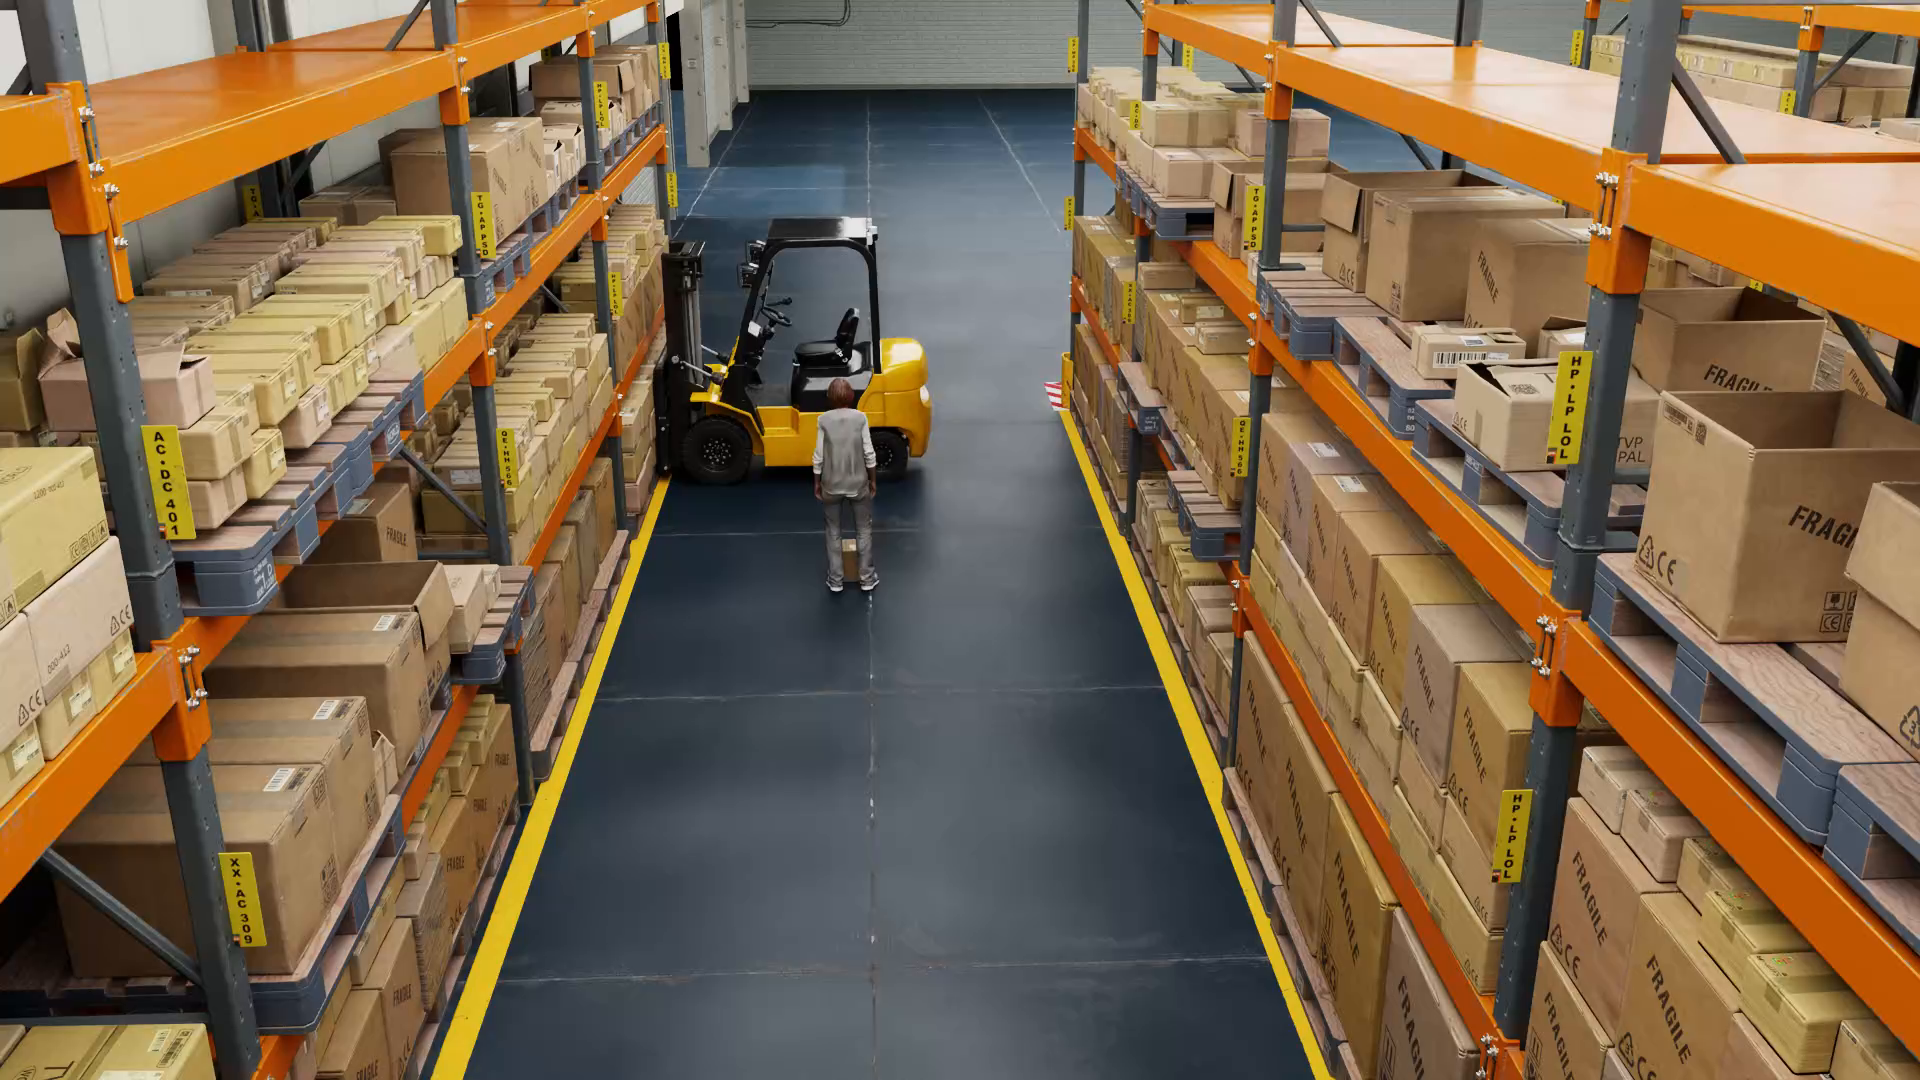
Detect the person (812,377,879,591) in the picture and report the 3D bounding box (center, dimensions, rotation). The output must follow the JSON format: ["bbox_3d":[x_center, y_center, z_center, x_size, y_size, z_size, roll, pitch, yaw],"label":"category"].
[{"bbox_3d":[-0.836,-0.390,12.128,0.467,1.592,0.349,-1,21,-3],"label":"person"}]
